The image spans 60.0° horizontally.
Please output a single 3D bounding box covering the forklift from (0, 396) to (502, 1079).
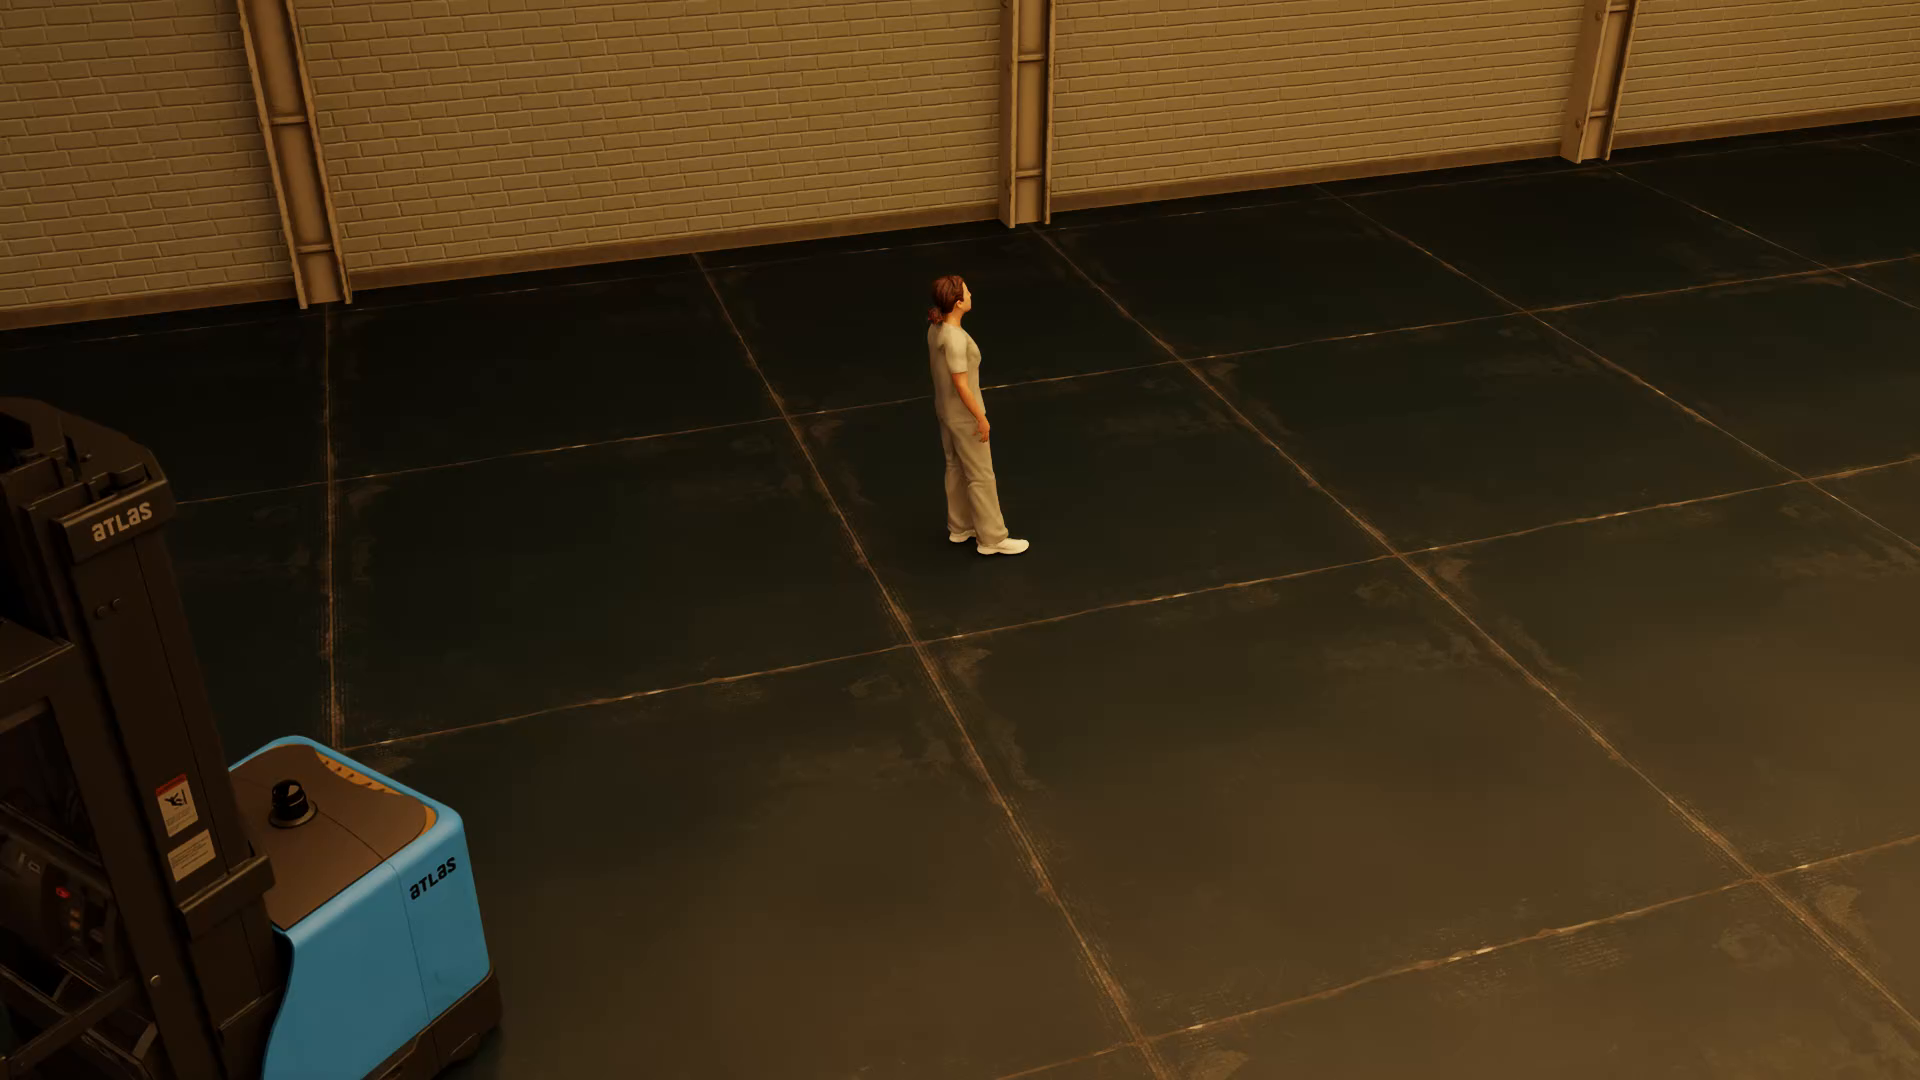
[{"bbox_3d":[-3.037,1.157,5.076,1.130,2.935,3.031,18,34,28],"label":"forklift"}]

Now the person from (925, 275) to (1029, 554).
[{"bbox_3d":[0.075,-0.738,9.614,0.548,1.673,0.549,-10,31,-16],"label":"person"}]
